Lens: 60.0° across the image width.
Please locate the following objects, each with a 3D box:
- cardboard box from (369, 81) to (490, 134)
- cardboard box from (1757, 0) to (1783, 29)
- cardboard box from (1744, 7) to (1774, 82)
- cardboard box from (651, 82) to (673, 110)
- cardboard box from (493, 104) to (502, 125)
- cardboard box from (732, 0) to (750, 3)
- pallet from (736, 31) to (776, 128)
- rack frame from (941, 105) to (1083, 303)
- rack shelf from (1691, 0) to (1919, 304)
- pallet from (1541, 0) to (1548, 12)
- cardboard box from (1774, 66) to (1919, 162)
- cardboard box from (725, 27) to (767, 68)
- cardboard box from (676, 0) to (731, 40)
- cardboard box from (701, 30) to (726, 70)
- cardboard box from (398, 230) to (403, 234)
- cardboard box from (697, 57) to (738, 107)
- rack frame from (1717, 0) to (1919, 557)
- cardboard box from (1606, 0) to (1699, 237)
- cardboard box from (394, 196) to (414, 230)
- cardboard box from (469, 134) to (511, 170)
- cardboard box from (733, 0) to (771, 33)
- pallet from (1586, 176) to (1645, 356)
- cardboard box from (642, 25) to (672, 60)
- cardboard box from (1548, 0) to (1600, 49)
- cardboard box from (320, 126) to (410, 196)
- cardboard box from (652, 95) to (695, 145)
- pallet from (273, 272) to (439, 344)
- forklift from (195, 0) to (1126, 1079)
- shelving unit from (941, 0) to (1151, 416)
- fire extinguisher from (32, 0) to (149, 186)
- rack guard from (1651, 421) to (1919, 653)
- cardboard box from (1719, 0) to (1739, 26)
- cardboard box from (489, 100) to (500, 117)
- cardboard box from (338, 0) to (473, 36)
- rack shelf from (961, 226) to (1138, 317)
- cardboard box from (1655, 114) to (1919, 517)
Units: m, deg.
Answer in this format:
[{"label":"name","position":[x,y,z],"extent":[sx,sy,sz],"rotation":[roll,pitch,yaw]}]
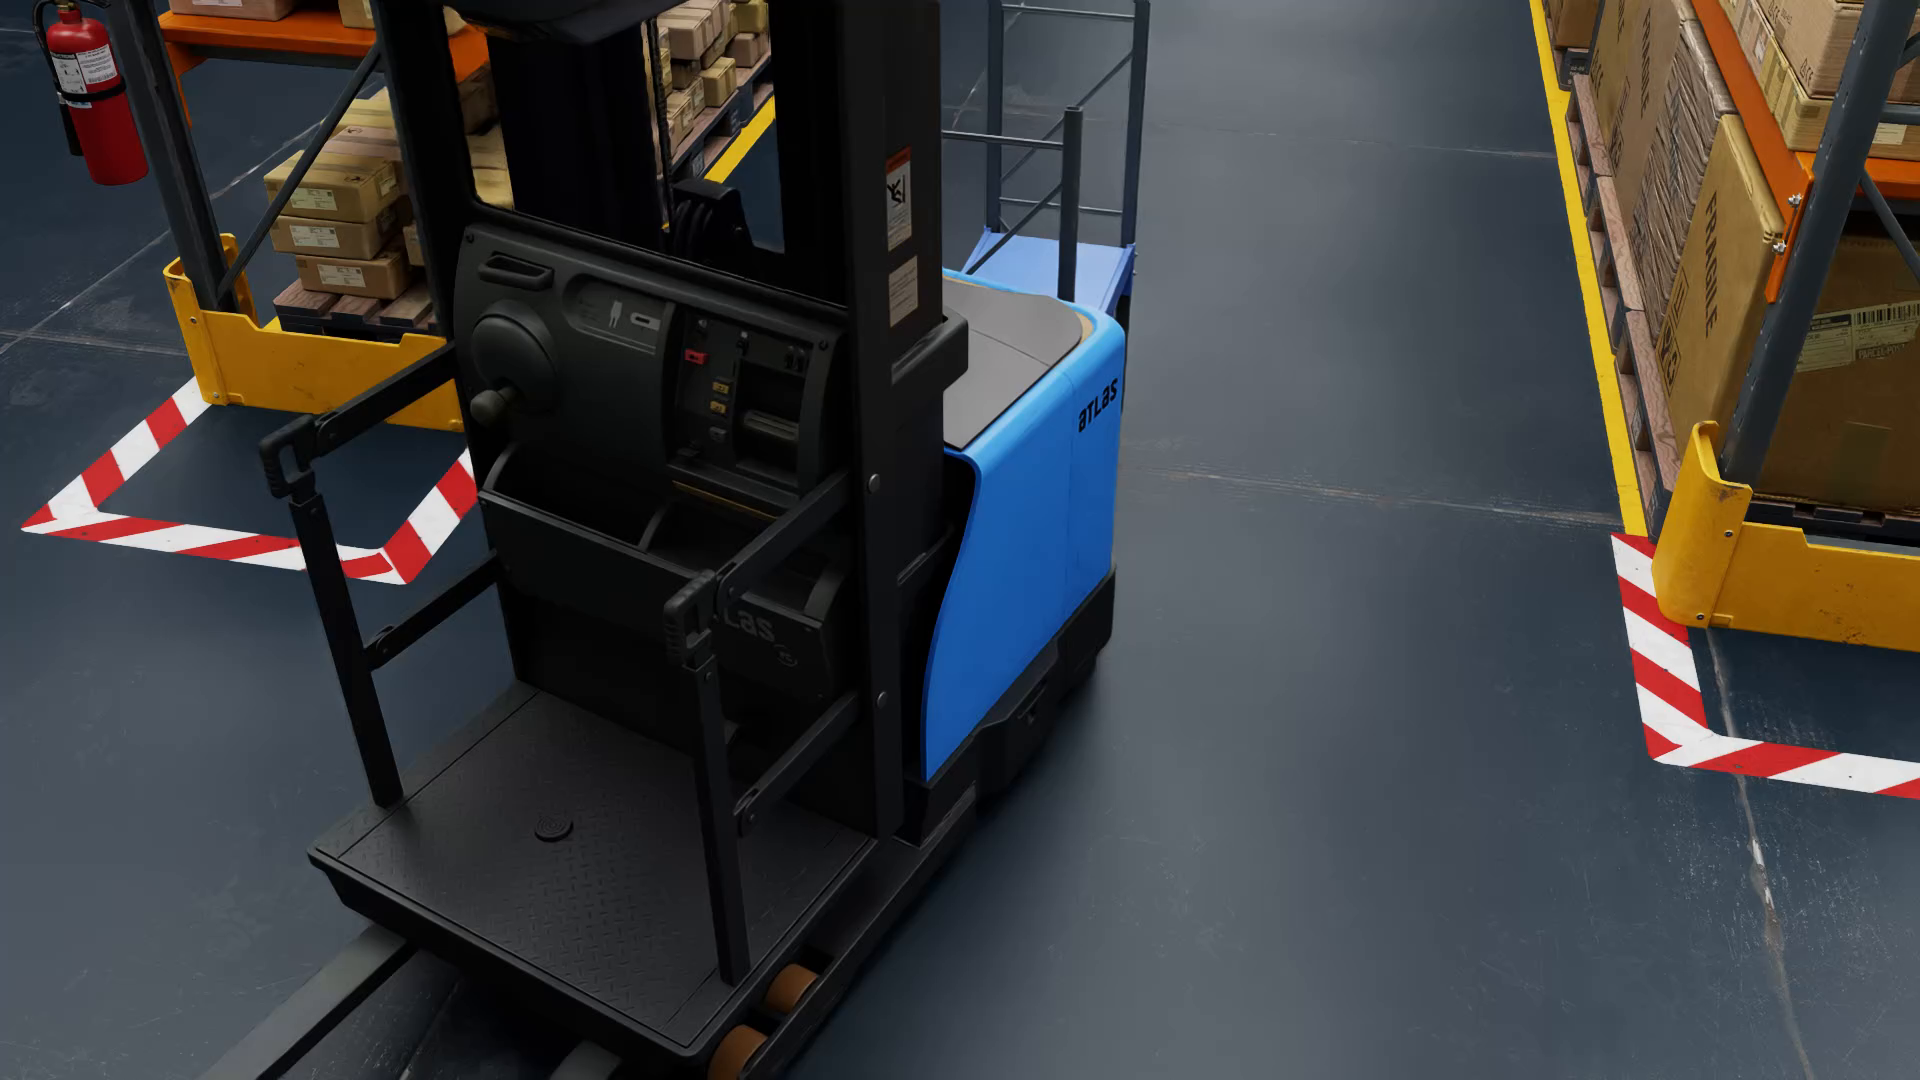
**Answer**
[{"label":"cardboard box","position":[-2.113,-1.722,6.635],"extent":[0.380,0.149,0.250],"rotation":[6,36,8]},{"label":"cardboard box","position":[2.641,-1.671,4.873],"extent":[0.500,0.250,0.500],"rotation":[7,36,9]},{"label":"cardboard box","position":[2.551,-1.446,4.904],"extent":[0.380,0.149,0.250],"rotation":[7,37,10]},{"label":"cardboard box","position":[-1.485,-2.006,7.280],"extent":[0.380,0.149,0.250],"rotation":[9,37,12]},{"label":"cardboard box","position":[-1.600,-1.657,6.545],"extent":[0.380,0.149,0.250],"rotation":[6,36,8]},{"label":"cardboard box","position":[-1.166,-2.707,7.993],"extent":[0.380,0.149,0.250],"rotation":[7,37,10]},{"label":"pallet","position":[-1.391,-2.463,8.469],"extent":[1.003,0.211,1.213],"rotation":[7,37,10]},{"label":"rack frame","position":[0.067,-0.517,4.685],"extent":[0.500,1.500,0.032],"rotation":[9,37,12]},{"label":"rack shelf","position":[3.115,-1.864,5.879],"extent":[1.077,0.370,4.000],"rotation":[7,37,10]},{"label":"pallet","position":[3.891,-3.327,9.660],"extent":[1.003,0.211,1.213],"rotation":[7,37,10]},{"label":"cardboard box","position":[2.442,-1.153,4.499],"extent":[0.380,0.149,0.250],"rotation":[8,37,11]},{"label":"cardboard box","position":[-1.164,-2.432,8.121],"extent":[0.380,0.149,0.250],"rotation":[6,36,8]},{"label":"cardboard box","position":[-1.265,-2.401,7.571],"extent":[0.380,0.149,0.250],"rotation":[6,36,8]},{"label":"cardboard box","position":[-1.309,-2.305,7.692],"extent":[0.380,0.149,0.250],"rotation":[8,37,11]},{"label":"cardboard box","position":[-2.272,-1.192,6.411],"extent":[0.380,0.149,0.250],"rotation":[8,37,11]},{"label":"cardboard box","position":[-1.254,-2.137,7.713],"extent":[0.380,0.149,0.250],"rotation":[7,37,10]},{"label":"rack frame","position":[2.687,-1.009,4.086],"extent":[1.000,3.000,0.127],"rotation":[7,37,10]},{"label":"cardboard box","position":[3.131,-1.728,6.530],"extent":[0.875,0.875,0.875],"rotation":[7,37,10]},{"label":"cardboard box","position":[-2.194,-1.306,6.314],"extent":[0.380,0.149,0.250],"rotation":[6,36,9]},{"label":"cardboard box","position":[-1.751,-1.376,6.157],"extent":[0.380,0.149,0.250],"rotation":[8,37,11]},{"label":"cardboard box","position":[-1.124,-2.585,8.079],"extent":[0.380,0.149,0.250],"rotation":[6,36,8]},{"label":"pallet","position":[3.045,-1.045,6.513],"extent":[1.003,0.211,1.213],"rotation":[7,37,10]},{"label":"cardboard box","position":[-1.471,-2.116,7.178],"extent":[0.380,0.149,0.250],"rotation":[7,37,10]},{"label":"cardboard box","position":[3.659,-2.981,8.260],"extent":[1.225,0.875,0.875],"rotation":[7,37,10]},{"label":"cardboard box","position":[-2.161,-1.417,6.214],"extent":[0.380,0.149,0.250],"rotation":[8,37,11]},{"label":"cardboard box","position":[-1.394,-1.853,7.322],"extent":[0.380,0.149,0.250],"rotation":[7,37,10]},{"label":"pallet","position":[-1.912,-1.064,6.539],"extent":[1.003,0.211,1.213],"rotation":[7,37,10]},{"label":"forklift","position":[-0.750,-0.286,3.147],"extent":[1.130,2.935,3.031],"rotation":[19,40,24]},{"label":"shelving unit","position":[0.199,-0.805,5.082],"extent":[0.538,1.500,1.048],"rotation":[9,37,12]},{"label":"fire extinguisher","position":[-2.641,-1.420,5.037],"extent":[0.296,0.674,0.183],"rotation":[7,37,10]},{"label":"rack guard","position":[2.682,0.017,4.801],"extent":[1.175,0.500,0.348],"rotation":[7,37,10]},{"label":"cardboard box","position":[2.659,-1.738,5.307],"extent":[0.380,0.149,0.250],"rotation":[7,36,9]},{"label":"cardboard box","position":[-2.095,-1.760,6.940],"extent":[0.380,0.149,0.250],"rotation":[8,37,11]},{"label":"cardboard box","position":[-1.747,-1.732,5.297],"extent":[0.380,0.149,0.250],"rotation":[7,37,10]},{"label":"rack shelf","position":[0.199,-0.659,5.188],"extent":[0.538,0.185,1.000],"rotation":[9,37,12]},{"label":"cardboard box","position":[2.746,-0.696,5.107],"extent":[0.875,0.875,0.875],"rotation":[7,37,10]}]
